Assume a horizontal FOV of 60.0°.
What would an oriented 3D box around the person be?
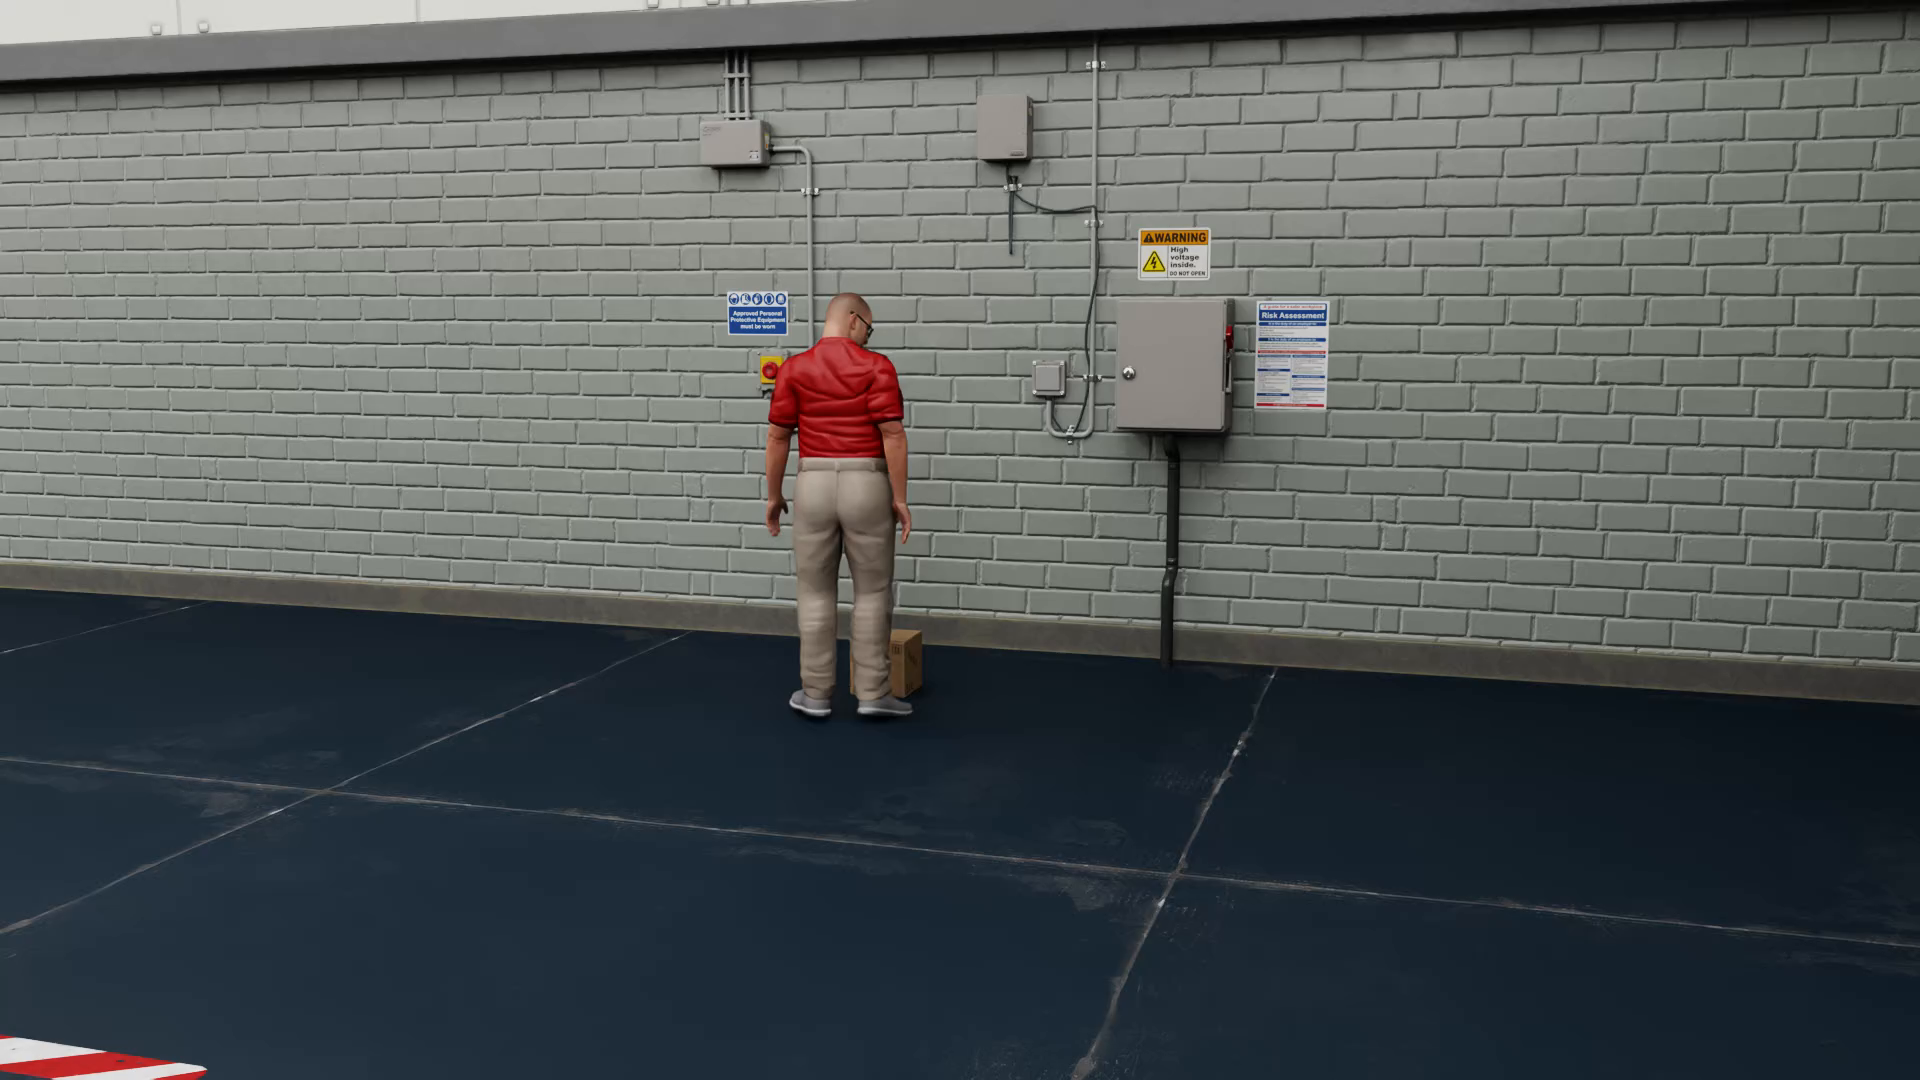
[{"bbox_3d":[-0.499,-0.120,6.751,0.630,1.752,0.364,1,8,7],"label":"person"}]
